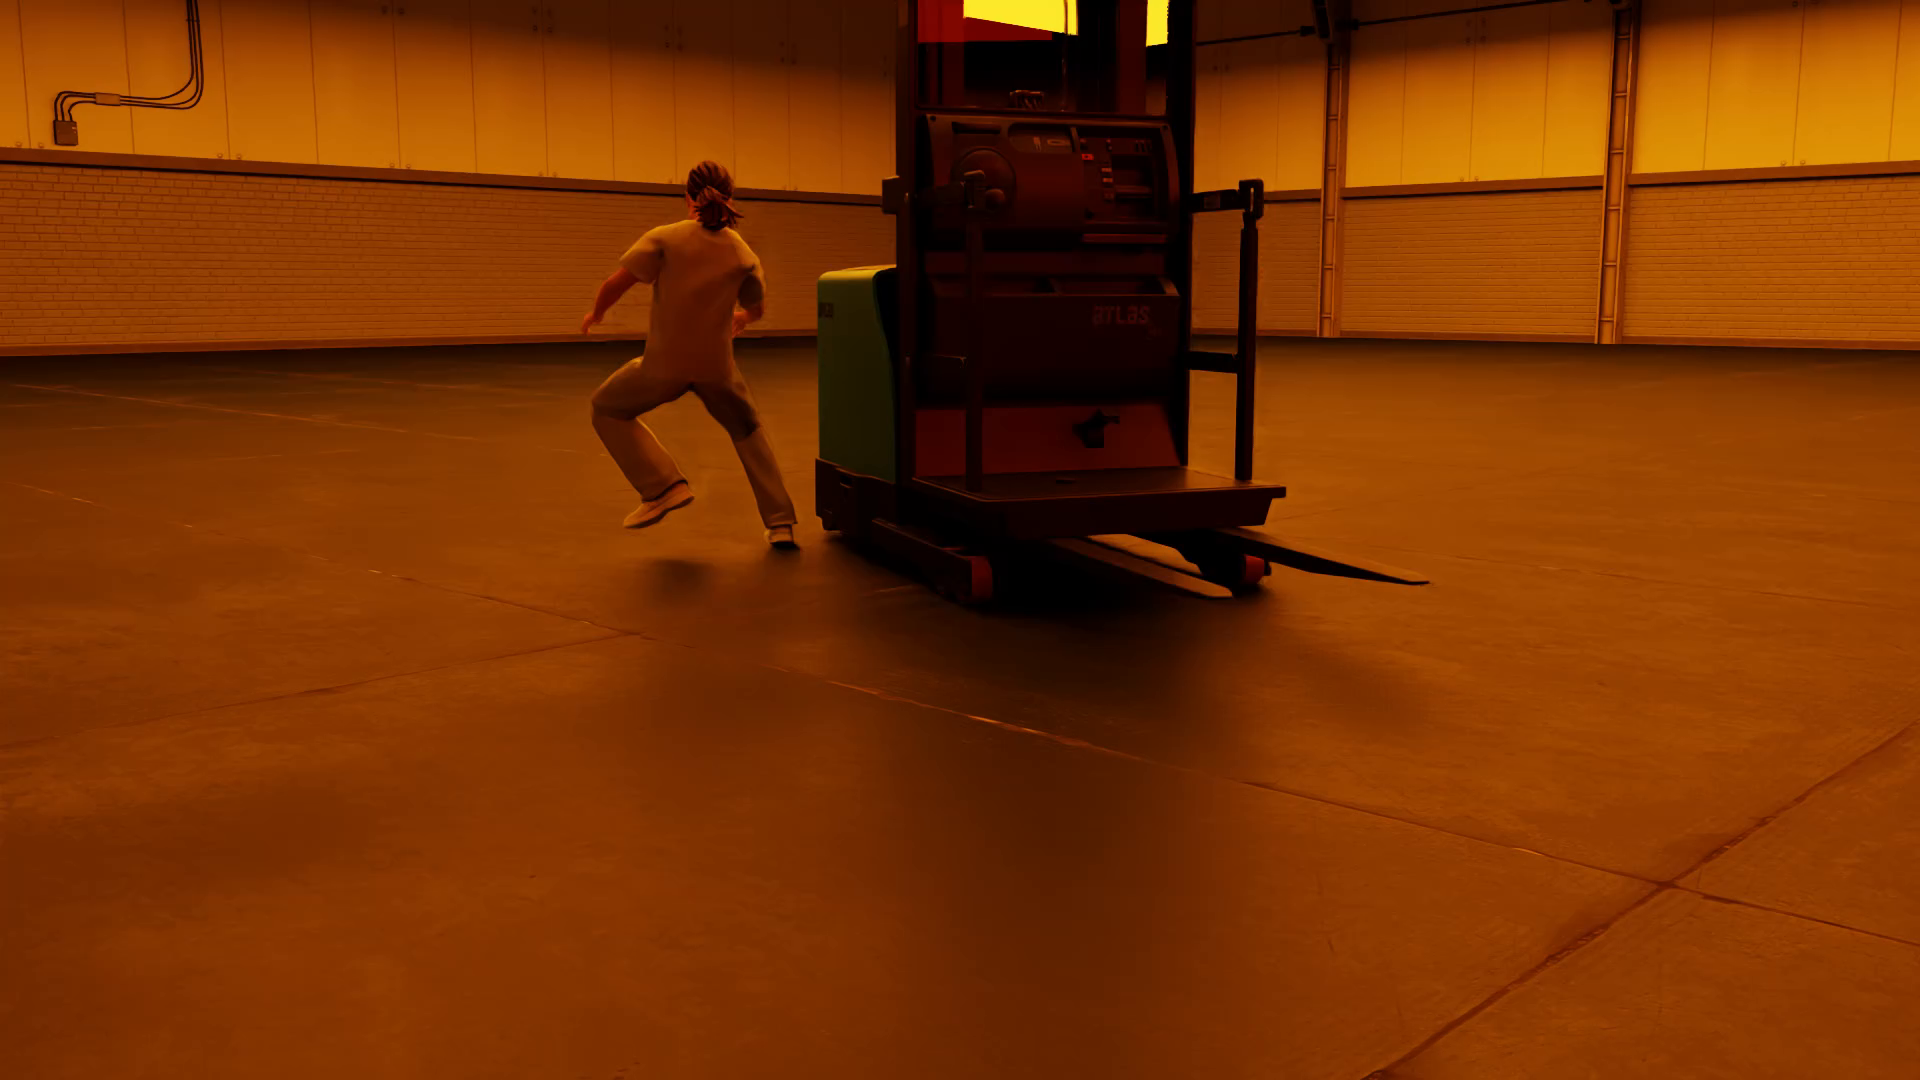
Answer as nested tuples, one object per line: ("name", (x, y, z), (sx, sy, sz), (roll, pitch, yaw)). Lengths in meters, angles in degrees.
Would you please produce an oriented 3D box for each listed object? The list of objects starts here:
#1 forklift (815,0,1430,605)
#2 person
("forklift", (0.408, -1.309, 5.569), (1.130, 2.935, 3.031), (-3, 9, -21))
("person", (-1.050, -0.702, 6.480), (0.804, 1.503, 0.714), (-3, 9, -19))
